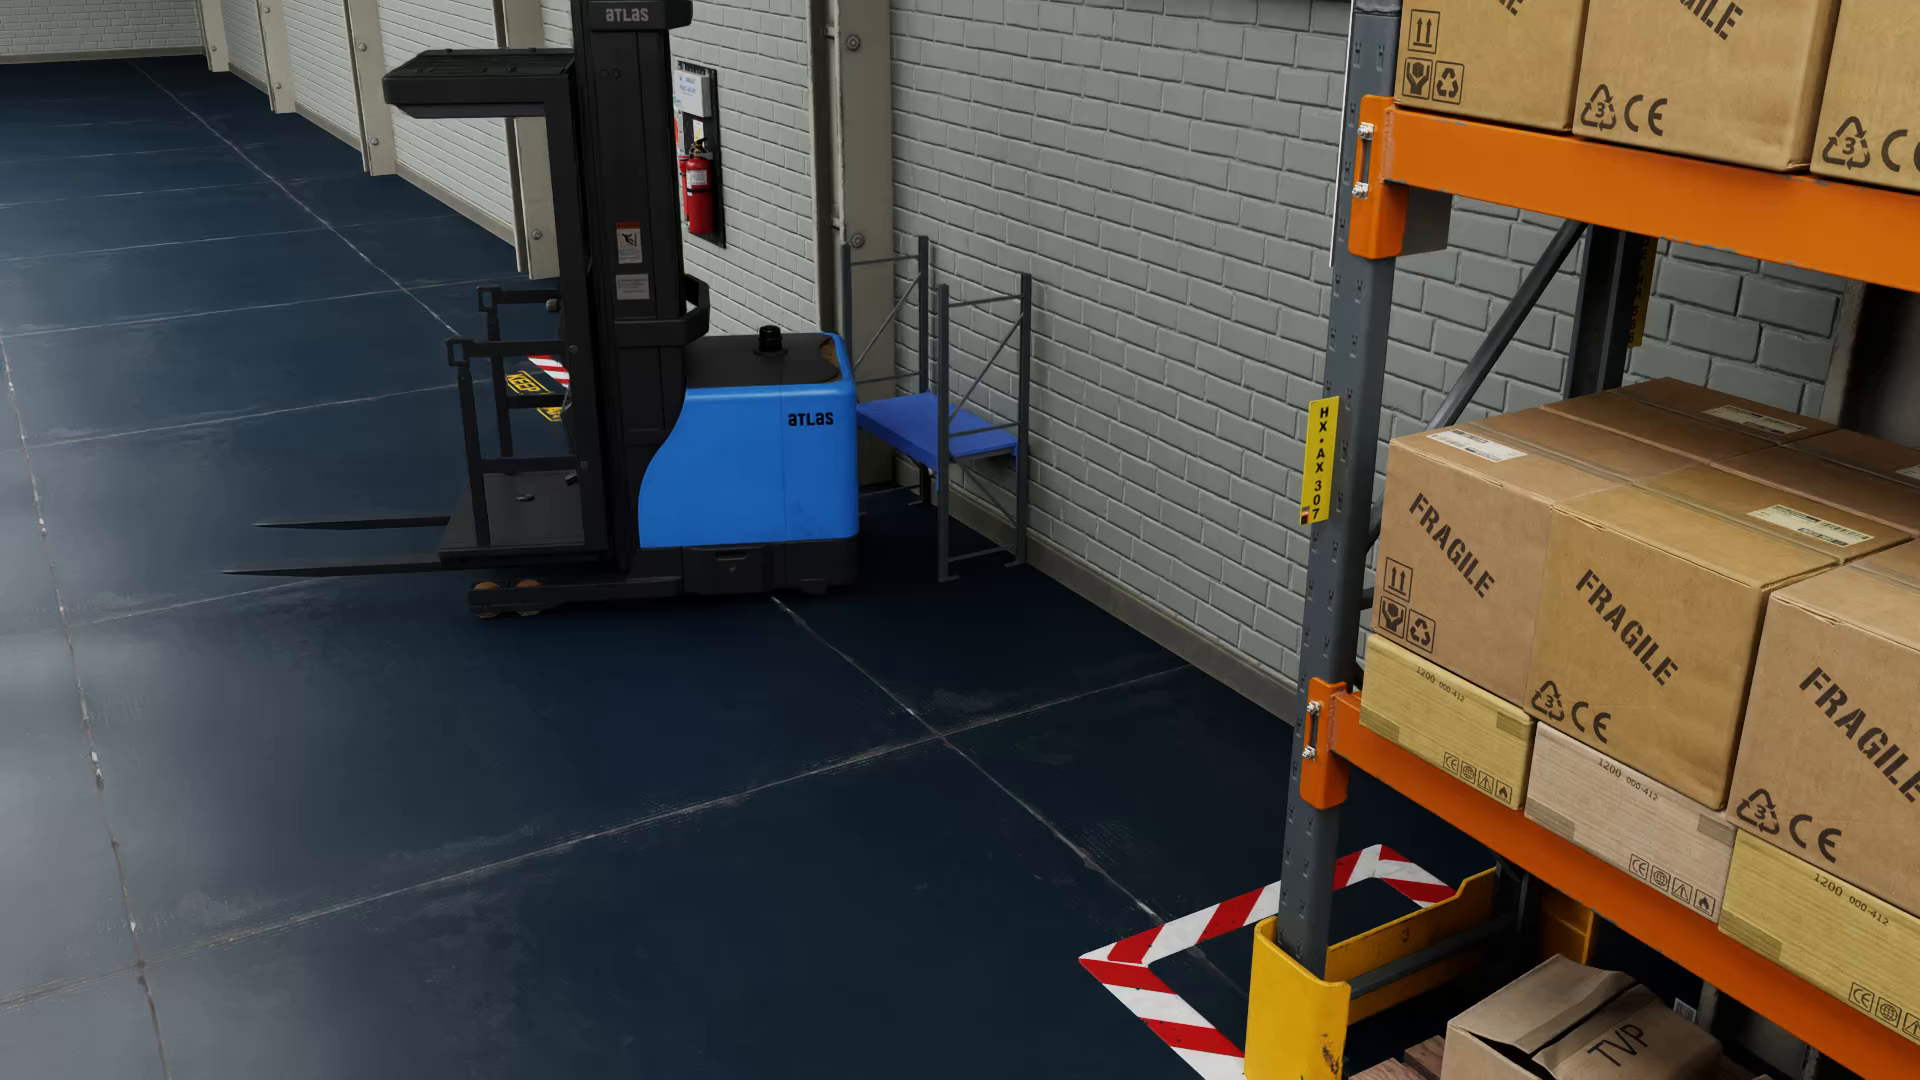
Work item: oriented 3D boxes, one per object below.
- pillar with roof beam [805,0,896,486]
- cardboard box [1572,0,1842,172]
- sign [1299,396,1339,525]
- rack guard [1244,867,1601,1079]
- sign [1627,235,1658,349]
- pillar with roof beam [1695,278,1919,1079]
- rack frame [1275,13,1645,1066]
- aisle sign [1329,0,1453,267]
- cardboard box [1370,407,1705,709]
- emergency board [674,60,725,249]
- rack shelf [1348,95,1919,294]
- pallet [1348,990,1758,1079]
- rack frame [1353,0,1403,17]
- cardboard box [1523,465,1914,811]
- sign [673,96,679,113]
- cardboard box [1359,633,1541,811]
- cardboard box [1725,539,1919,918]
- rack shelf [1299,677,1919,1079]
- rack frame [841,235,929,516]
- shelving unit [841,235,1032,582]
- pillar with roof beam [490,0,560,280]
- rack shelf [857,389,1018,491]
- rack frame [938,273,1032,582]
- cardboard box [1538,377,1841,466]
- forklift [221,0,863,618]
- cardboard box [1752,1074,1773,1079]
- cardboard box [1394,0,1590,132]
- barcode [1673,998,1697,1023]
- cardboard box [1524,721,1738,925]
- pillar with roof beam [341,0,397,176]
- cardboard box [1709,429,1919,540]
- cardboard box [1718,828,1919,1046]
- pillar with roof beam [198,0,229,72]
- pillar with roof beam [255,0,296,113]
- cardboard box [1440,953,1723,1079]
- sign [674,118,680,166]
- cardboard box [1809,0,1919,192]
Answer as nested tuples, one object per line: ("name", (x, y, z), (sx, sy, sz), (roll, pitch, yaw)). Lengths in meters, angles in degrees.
("pillar with roof beam", (-4.297, -3.734, 6.047), (9.100, 9.000, 0.400), (-13, 25, -28))
("cardboard box", (1.568, -1.009, 3.166), (0.500, 0.500, 0.500), (-11, 24, -25))
("sign", (0.902, -0.197, 4.163), (0.100, 0.325, 0.005), (-13, 25, -28))
("rack guard", (1.407, 1.282, 4.993), (1.175, 0.500, 0.348), (-13, 25, -28))
("sign", (1.855, -0.684, 4.552), (0.100, 0.325, 0.005), (-13, 25, -28))
("pillar with roof beam", (-1.232, -1.791, 1.268), (9.100, 9.000, 0.400), (-13, 25, -28))
("rack frame", (1.368, 0.100, 4.583), (1.000, 3.000, 0.127), (-13, 25, -28))
("aisle sign", (1.073, -1.070, 4.009), (0.394, 0.787, 0.004), (-13, 25, -28))
("cardboard box", (1.354, 0.025, 3.944), (0.500, 0.500, 0.500), (-13, 25, -28))
("emergency board", (-1.825, -2.590, 11.200), (0.194, 1.169, 0.643), (-13, 25, -28))
("rack shelf", (2.390, -0.309, 2.561), (1.077, 0.370, 4.000), (-13, 25, -28))
("pallet", (1.791, 1.686, 4.384), (1.003, 0.211, 1.213), (-13, 25, -28))
("rack frame", (1.368, -2.680, 3.453), (1.000, 3.000, 0.127), (-13, 25, -28))
("cardboard box", (1.597, 0.187, 3.546), (0.500, 0.500, 0.500), (-13, 25, -28))
("sign", (-2.024, -3.048, 11.574), (0.001, 0.109, 0.331), (-13, 25, -28))
("cardboard box", (1.344, 0.379, 4.069), (0.500, 0.250, 0.500), (-13, 26, -30))
("cardboard box", (1.856, 0.355, 3.131), (0.500, 0.500, 0.500), (-14, 26, -30))
("rack shelf", (2.390, 1.080, 3.126), (1.077, 0.370, 4.000), (-13, 25, -28))
("rack frame", (-0.395, -0.866, 8.946), (0.500, 1.500, 0.032), (-12, 25, -28))
("shelving unit", (-0.139, -0.700, 8.539), (0.538, 1.500, 1.048), (-12, 25, -28))
("pillar with roof beam", (-7.361, -5.676, 10.825), (9.100, 9.000, 0.400), (-13, 25, -28))
("rack shelf", (-0.140, -0.534, 8.606), (0.538, 0.185, 1.000), (-12, 25, -28))
("rack frame", (0.117, -0.535, 8.132), (0.500, 1.500, 0.032), (-12, 25, -28))
("cardboard box", (1.792, -0.076, 4.192), (0.500, 0.500, 0.500), (-13, 25, -29))
("forklift", (-2.033, -1.199, 7.869), (3.031, 2.935, 1.130), (-3, 22, -7))
("cardboard box", (1.935, 1.567, 3.959), (0.500, 0.311, 0.500), (-10, 24, -24))
("cardboard box", (1.324, -1.189, 3.611), (0.500, 0.500, 0.500), (-12, 25, -27))
("barcode", (1.997, 1.307, 4.586), (0.001, 0.075, 0.075), (-13, 25, -28))
("cardboard box", (1.622, 0.544, 3.662), (0.500, 0.250, 0.500), (-13, 26, -30))
("pillar with roof beam", (-10.426, -7.618, 15.604), (9.100, 9.000, 0.400), (-13, 25, -28))
("cardboard box", (2.040, 0.089, 3.786), (0.500, 0.500, 0.500), (-12, 25, -28))
("cardboard box", (1.877, 0.710, 3.253), (0.500, 0.250, 0.500), (-13, 26, -29))
("pillar with roof beam", (-16.556, -11.503, 25.161), (9.100, 9.000, 0.400), (-13, 25, -28))
("pillar with roof beam", (-13.491, -9.560, 20.382), (9.100, 9.000, 0.400), (-13, 25, -28))
("cardboard box", (1.644, 1.383, 4.413), (0.500, 0.311, 0.500), (-16, 27, -34))
("sign", (-2.019, -2.805, 11.682), (0.001, 0.329, 0.234), (-13, 25, -28))
("cardboard box", (1.836, -0.841, 2.755), (0.500, 0.500, 0.500), (-11, 25, -26))
